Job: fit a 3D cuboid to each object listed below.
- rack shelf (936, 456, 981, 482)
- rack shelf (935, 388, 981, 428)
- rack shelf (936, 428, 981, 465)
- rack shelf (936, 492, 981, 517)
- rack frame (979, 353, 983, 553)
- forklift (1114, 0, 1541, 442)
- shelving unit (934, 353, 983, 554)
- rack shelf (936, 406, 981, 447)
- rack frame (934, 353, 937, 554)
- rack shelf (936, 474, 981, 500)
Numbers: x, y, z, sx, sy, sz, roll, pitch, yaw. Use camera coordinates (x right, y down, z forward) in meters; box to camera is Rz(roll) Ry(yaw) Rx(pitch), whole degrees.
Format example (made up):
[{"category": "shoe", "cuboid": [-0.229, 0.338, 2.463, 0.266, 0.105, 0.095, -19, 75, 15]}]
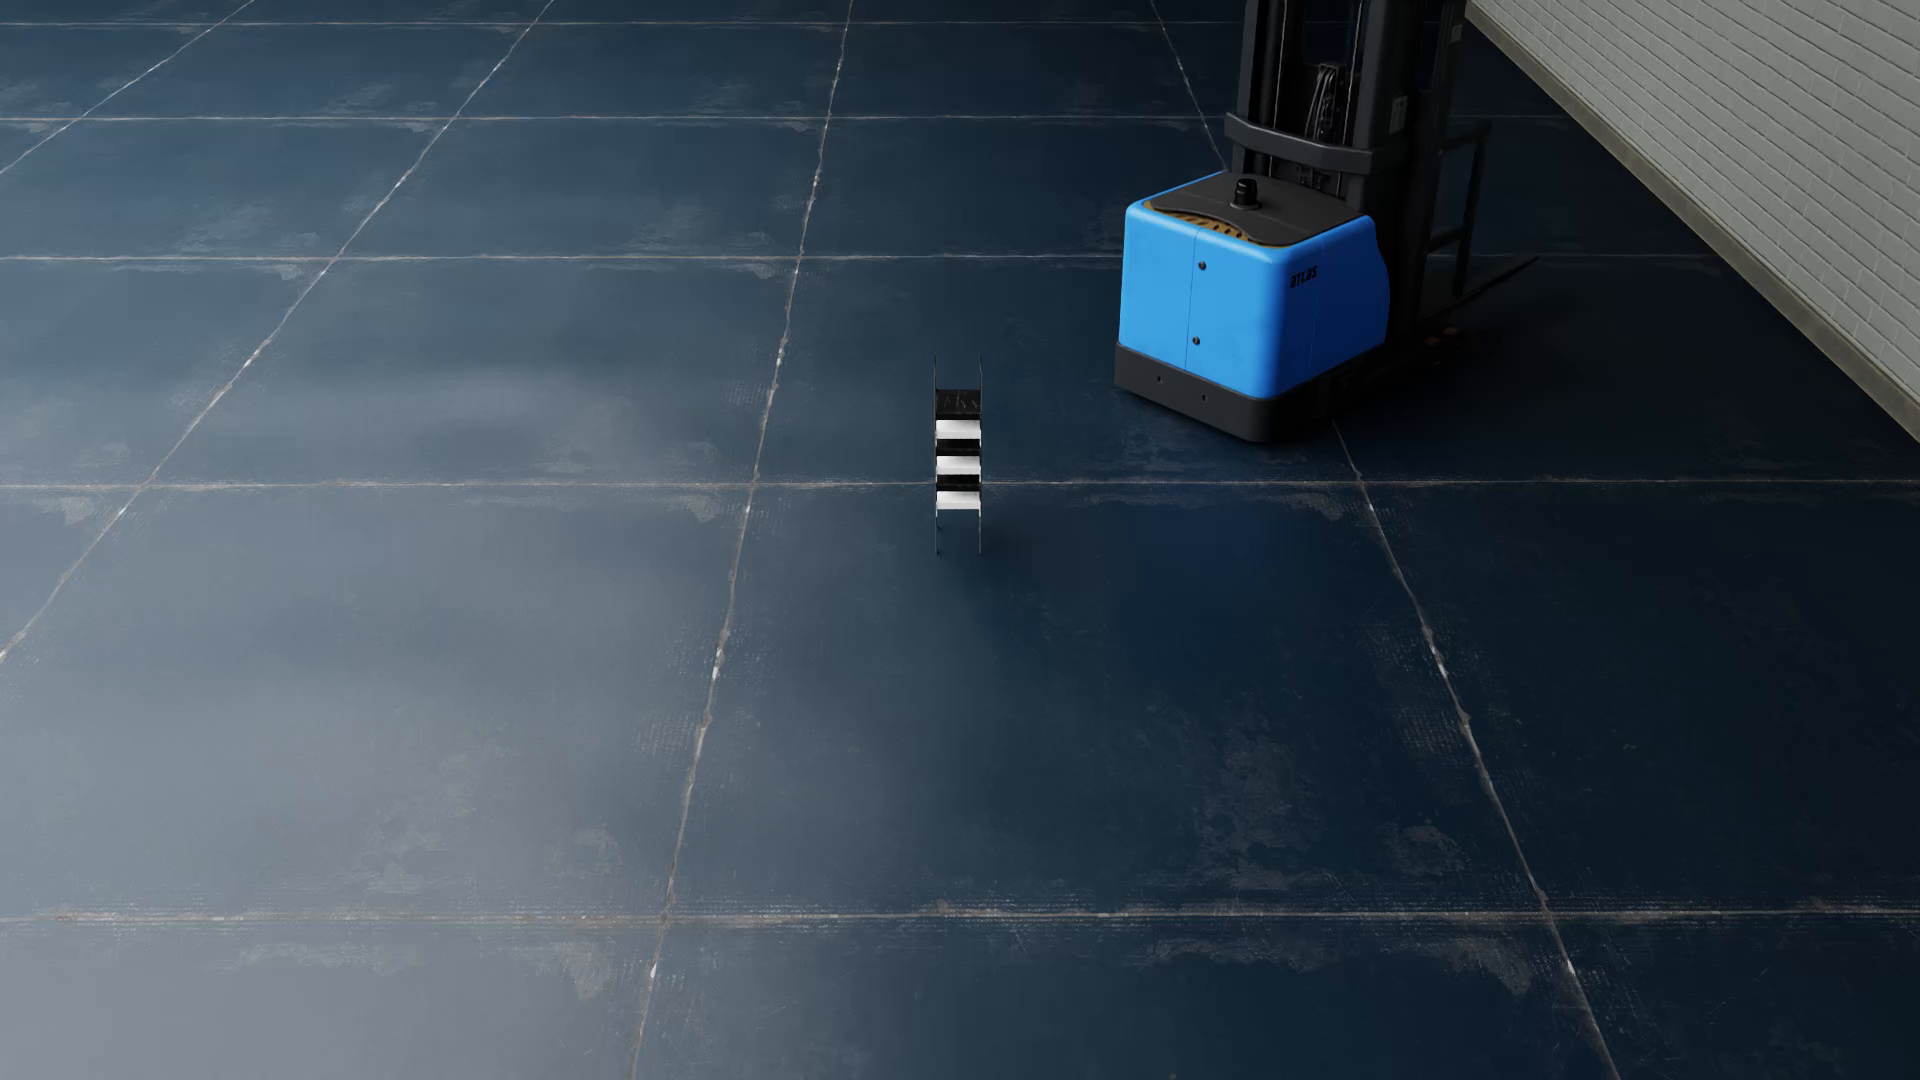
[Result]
[{"category": "rack shelf", "cuboid": [-0.008, -0.356, 7.534, 0.200, 0.077, 0.258, 0, 31, 0]}, {"category": "rack shelf", "cuboid": [-0.008, -0.587, 7.394, 0.200, 0.077, 0.258, 0, 31, 0]}, {"category": "rack shelf", "cuboid": [-0.008, -0.433, 7.487, 0.200, 0.077, 0.258, 0, 31, 0]}, {"category": "rack shelf", "cuboid": [-0.008, -0.202, 7.627, 0.200, 0.077, 0.258, 0, 31, 0]}, {"category": "rack frame", "cuboid": [0.094, -0.385, 7.517, 0.006, 0.900, 0.240, 0, 31, 0]}, {"category": "forklift", "cuboid": [2.247, -2.402, 8.884, 3.031, 2.935, 1.130, -26, 40, -36]}, {"category": "shelving unit", "cuboid": [-0.008, -0.385, 7.517, 0.210, 0.900, 0.258, 0, 31, 0]}, {"category": "rack shelf", "cuboid": [-0.008, -0.510, 7.440, 0.200, 0.077, 0.258, 0, 31, 0]}, {"category": "rack frame", "cuboid": [-0.110, -0.384, 7.516, 0.006, 0.900, 0.240, 0, 31, 0]}, {"category": "rack shelf", "cuboid": [-0.008, -0.279, 7.581, 0.200, 0.077, 0.258, 0, 31, 0]}]
